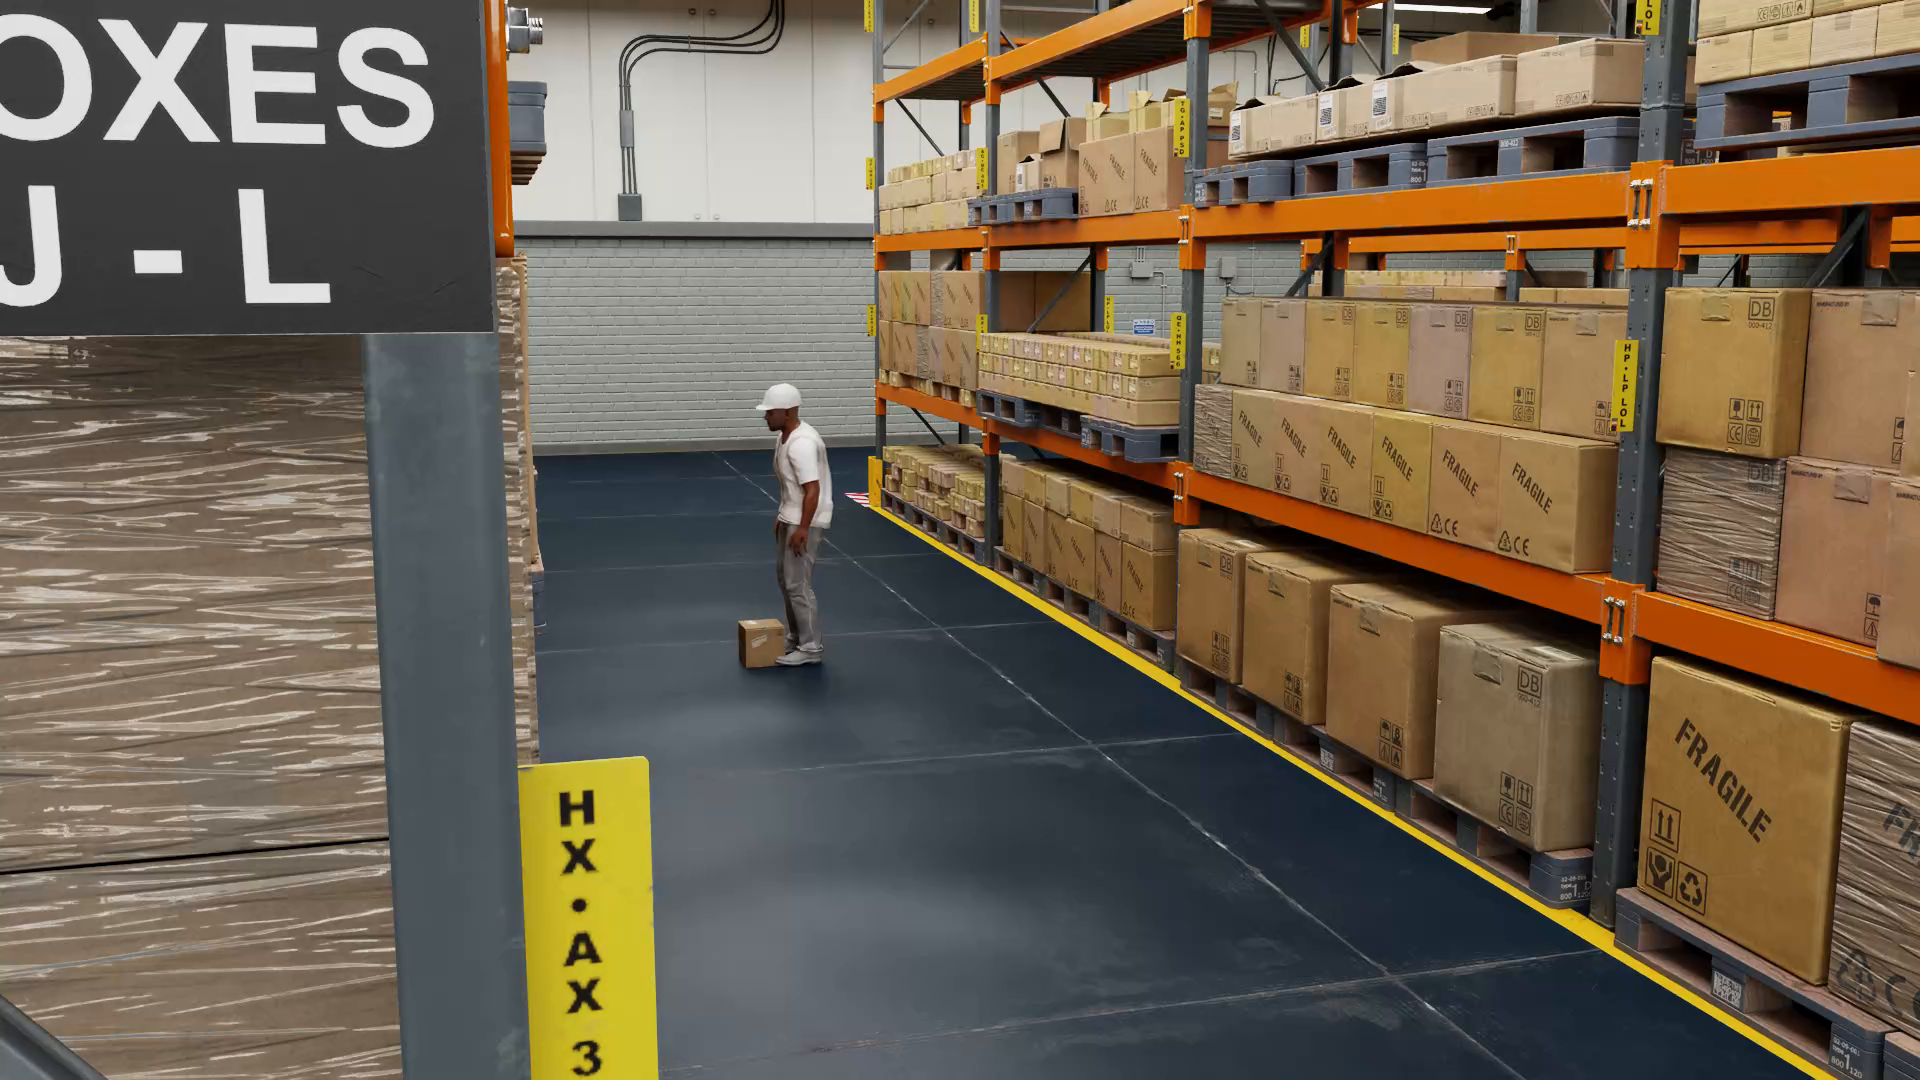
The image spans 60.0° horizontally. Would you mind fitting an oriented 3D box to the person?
[{"bbox_3d":[-1.044,-0.104,10.460,0.463,1.760,0.631,-3,10,-17],"label":"person"}]
